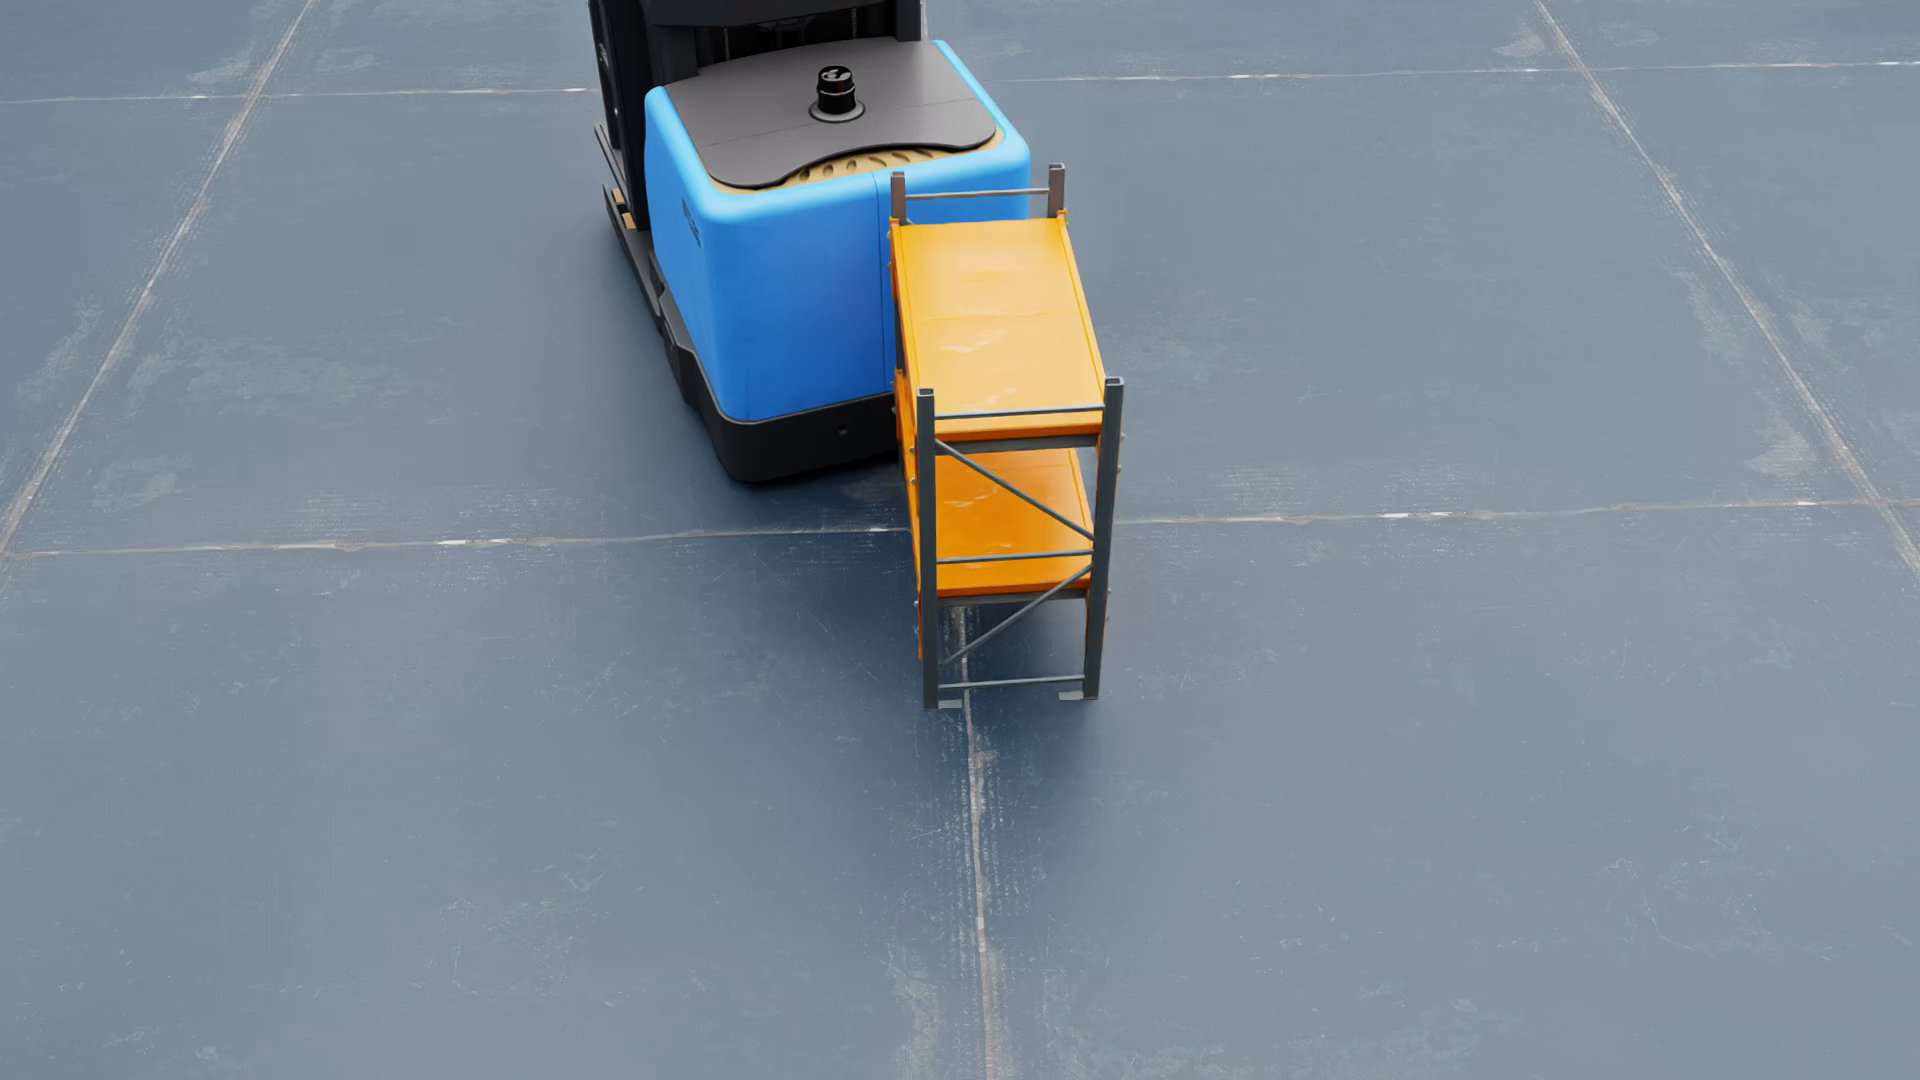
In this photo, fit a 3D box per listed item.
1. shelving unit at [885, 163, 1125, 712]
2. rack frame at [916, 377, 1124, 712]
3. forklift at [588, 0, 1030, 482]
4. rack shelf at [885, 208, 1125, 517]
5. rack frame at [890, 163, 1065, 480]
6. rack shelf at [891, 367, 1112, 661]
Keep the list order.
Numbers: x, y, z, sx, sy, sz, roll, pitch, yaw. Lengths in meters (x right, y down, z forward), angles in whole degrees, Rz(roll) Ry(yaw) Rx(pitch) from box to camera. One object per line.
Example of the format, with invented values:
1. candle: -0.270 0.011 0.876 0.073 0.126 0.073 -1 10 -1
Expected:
1. shelving unit: 0.097 -0.296 4.741 0.538 1.125 1.048 -4 43 -4
2. rack frame: 0.145 0.046 4.367 0.500 1.125 0.032 -4 43 -4
3. forklift: -0.760 -2.274 5.562 1.130 2.935 3.031 -14 44 -15
4. rack shelf: 0.097 -0.512 4.543 0.538 0.278 1.000 -4 43 -4
5. rack frame: 0.050 -0.638 5.114 0.500 1.125 0.032 -4 43 -4
6. rack shelf: 0.097 -0.116 4.906 0.538 0.278 1.000 -4 43 -4
